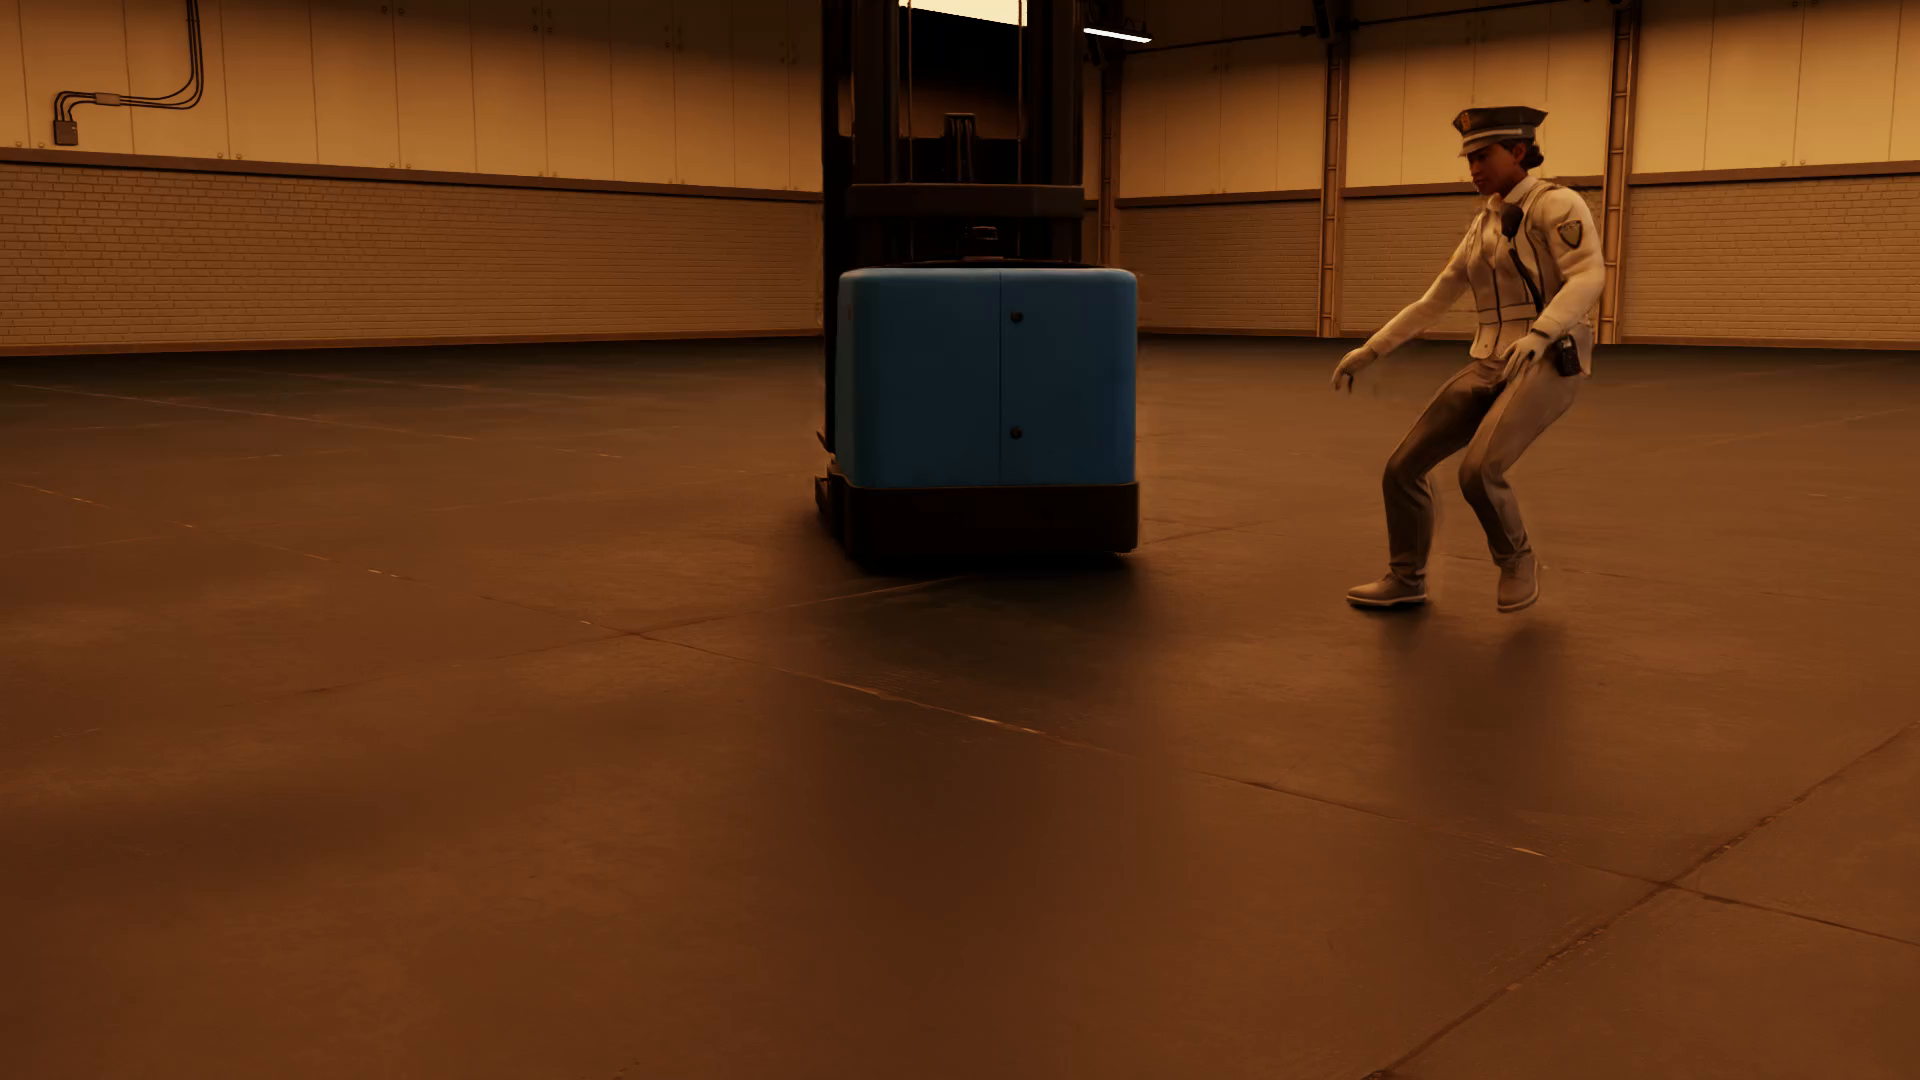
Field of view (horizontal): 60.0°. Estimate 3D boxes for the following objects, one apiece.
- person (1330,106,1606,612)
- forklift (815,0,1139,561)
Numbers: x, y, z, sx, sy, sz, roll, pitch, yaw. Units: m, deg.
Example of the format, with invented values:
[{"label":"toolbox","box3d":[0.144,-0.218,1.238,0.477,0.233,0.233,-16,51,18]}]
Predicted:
[{"label":"person","box3d":[1.538,-0.517,4.970,0.572,1.532,0.724,-3,9,-21]},{"label":"forklift","box3d":[-0.064,-1.554,7.193,1.130,2.935,3.031,-1,9,-8]}]
